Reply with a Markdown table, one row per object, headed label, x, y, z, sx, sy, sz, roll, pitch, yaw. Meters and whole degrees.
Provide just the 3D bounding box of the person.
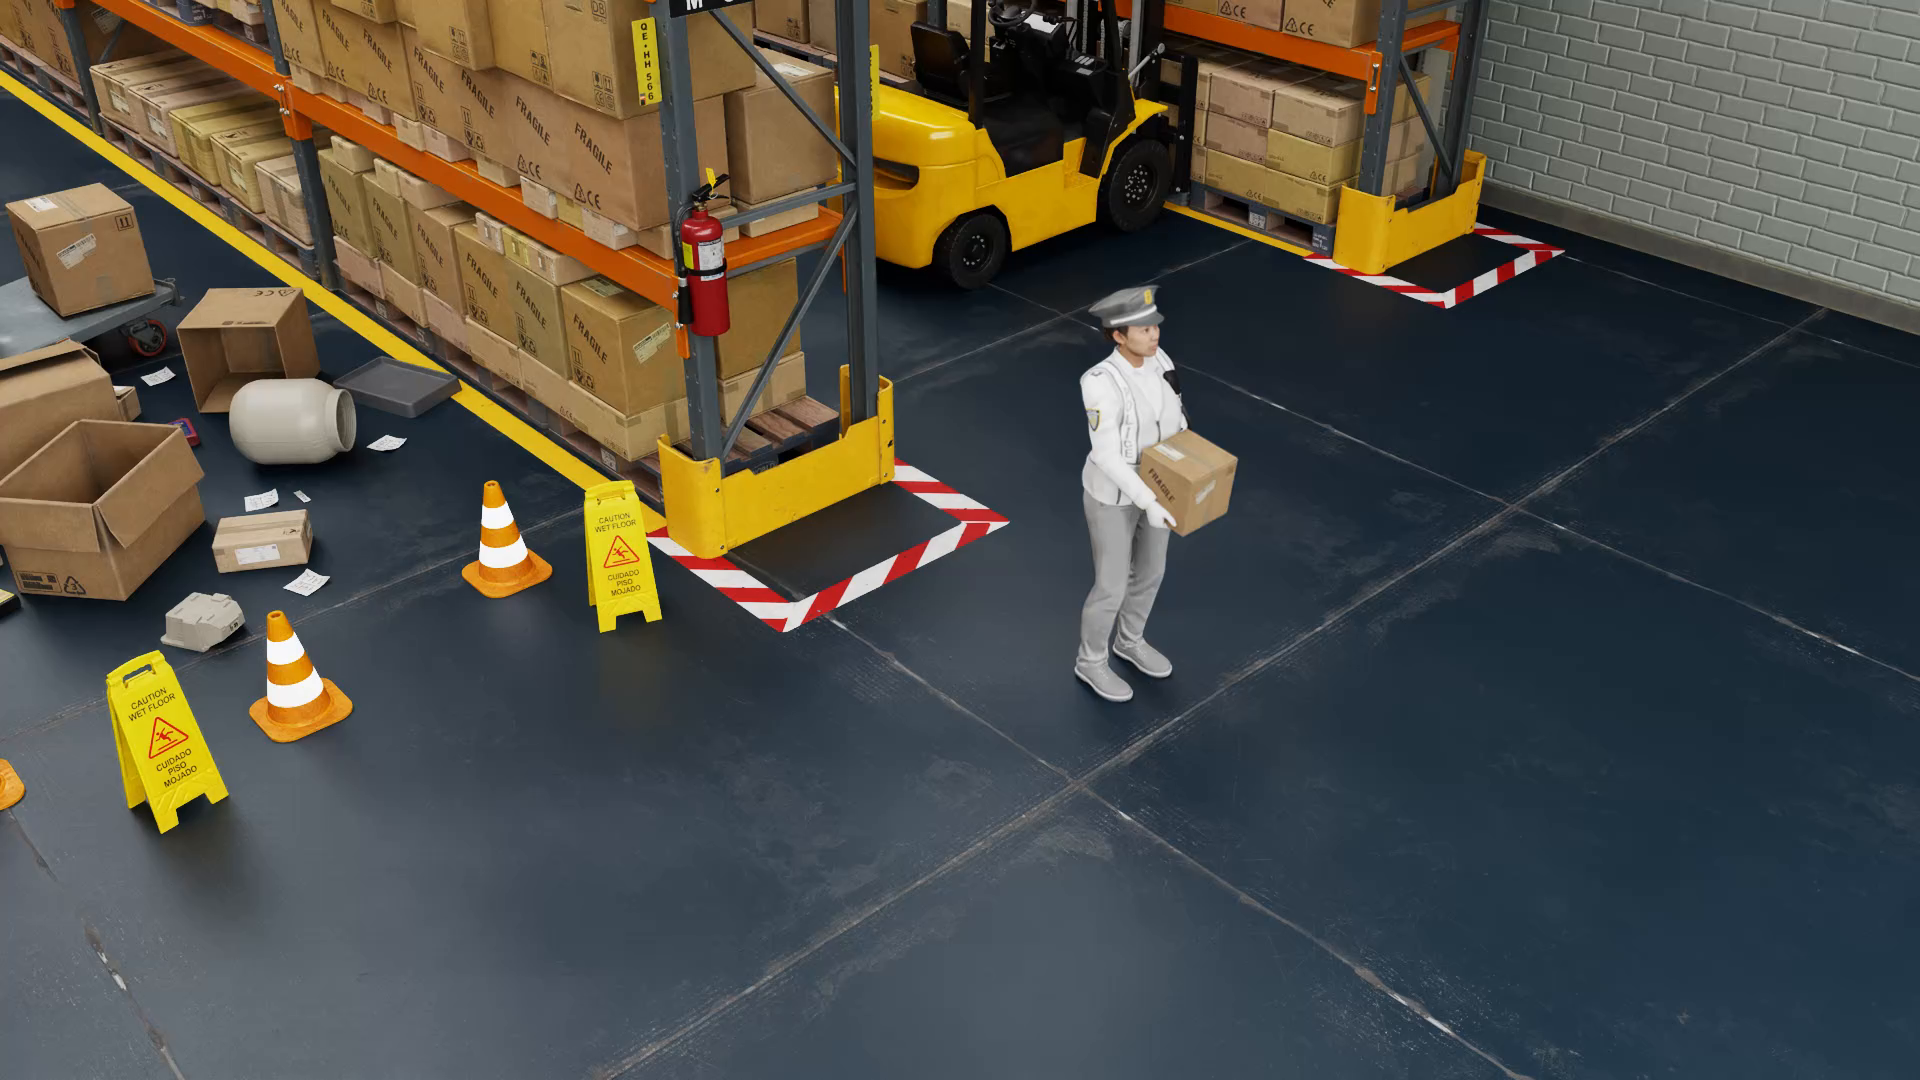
| label | x | y | z | sx | sy | sz | roll | pitch | yaw |
| --- | --- | --- | --- | --- | --- | --- | --- | --- | --- |
| person | 0.701 | -0.154 | 6.358 | 0.460 | 1.686 | 0.564 | -26 | 40 | -35 |
